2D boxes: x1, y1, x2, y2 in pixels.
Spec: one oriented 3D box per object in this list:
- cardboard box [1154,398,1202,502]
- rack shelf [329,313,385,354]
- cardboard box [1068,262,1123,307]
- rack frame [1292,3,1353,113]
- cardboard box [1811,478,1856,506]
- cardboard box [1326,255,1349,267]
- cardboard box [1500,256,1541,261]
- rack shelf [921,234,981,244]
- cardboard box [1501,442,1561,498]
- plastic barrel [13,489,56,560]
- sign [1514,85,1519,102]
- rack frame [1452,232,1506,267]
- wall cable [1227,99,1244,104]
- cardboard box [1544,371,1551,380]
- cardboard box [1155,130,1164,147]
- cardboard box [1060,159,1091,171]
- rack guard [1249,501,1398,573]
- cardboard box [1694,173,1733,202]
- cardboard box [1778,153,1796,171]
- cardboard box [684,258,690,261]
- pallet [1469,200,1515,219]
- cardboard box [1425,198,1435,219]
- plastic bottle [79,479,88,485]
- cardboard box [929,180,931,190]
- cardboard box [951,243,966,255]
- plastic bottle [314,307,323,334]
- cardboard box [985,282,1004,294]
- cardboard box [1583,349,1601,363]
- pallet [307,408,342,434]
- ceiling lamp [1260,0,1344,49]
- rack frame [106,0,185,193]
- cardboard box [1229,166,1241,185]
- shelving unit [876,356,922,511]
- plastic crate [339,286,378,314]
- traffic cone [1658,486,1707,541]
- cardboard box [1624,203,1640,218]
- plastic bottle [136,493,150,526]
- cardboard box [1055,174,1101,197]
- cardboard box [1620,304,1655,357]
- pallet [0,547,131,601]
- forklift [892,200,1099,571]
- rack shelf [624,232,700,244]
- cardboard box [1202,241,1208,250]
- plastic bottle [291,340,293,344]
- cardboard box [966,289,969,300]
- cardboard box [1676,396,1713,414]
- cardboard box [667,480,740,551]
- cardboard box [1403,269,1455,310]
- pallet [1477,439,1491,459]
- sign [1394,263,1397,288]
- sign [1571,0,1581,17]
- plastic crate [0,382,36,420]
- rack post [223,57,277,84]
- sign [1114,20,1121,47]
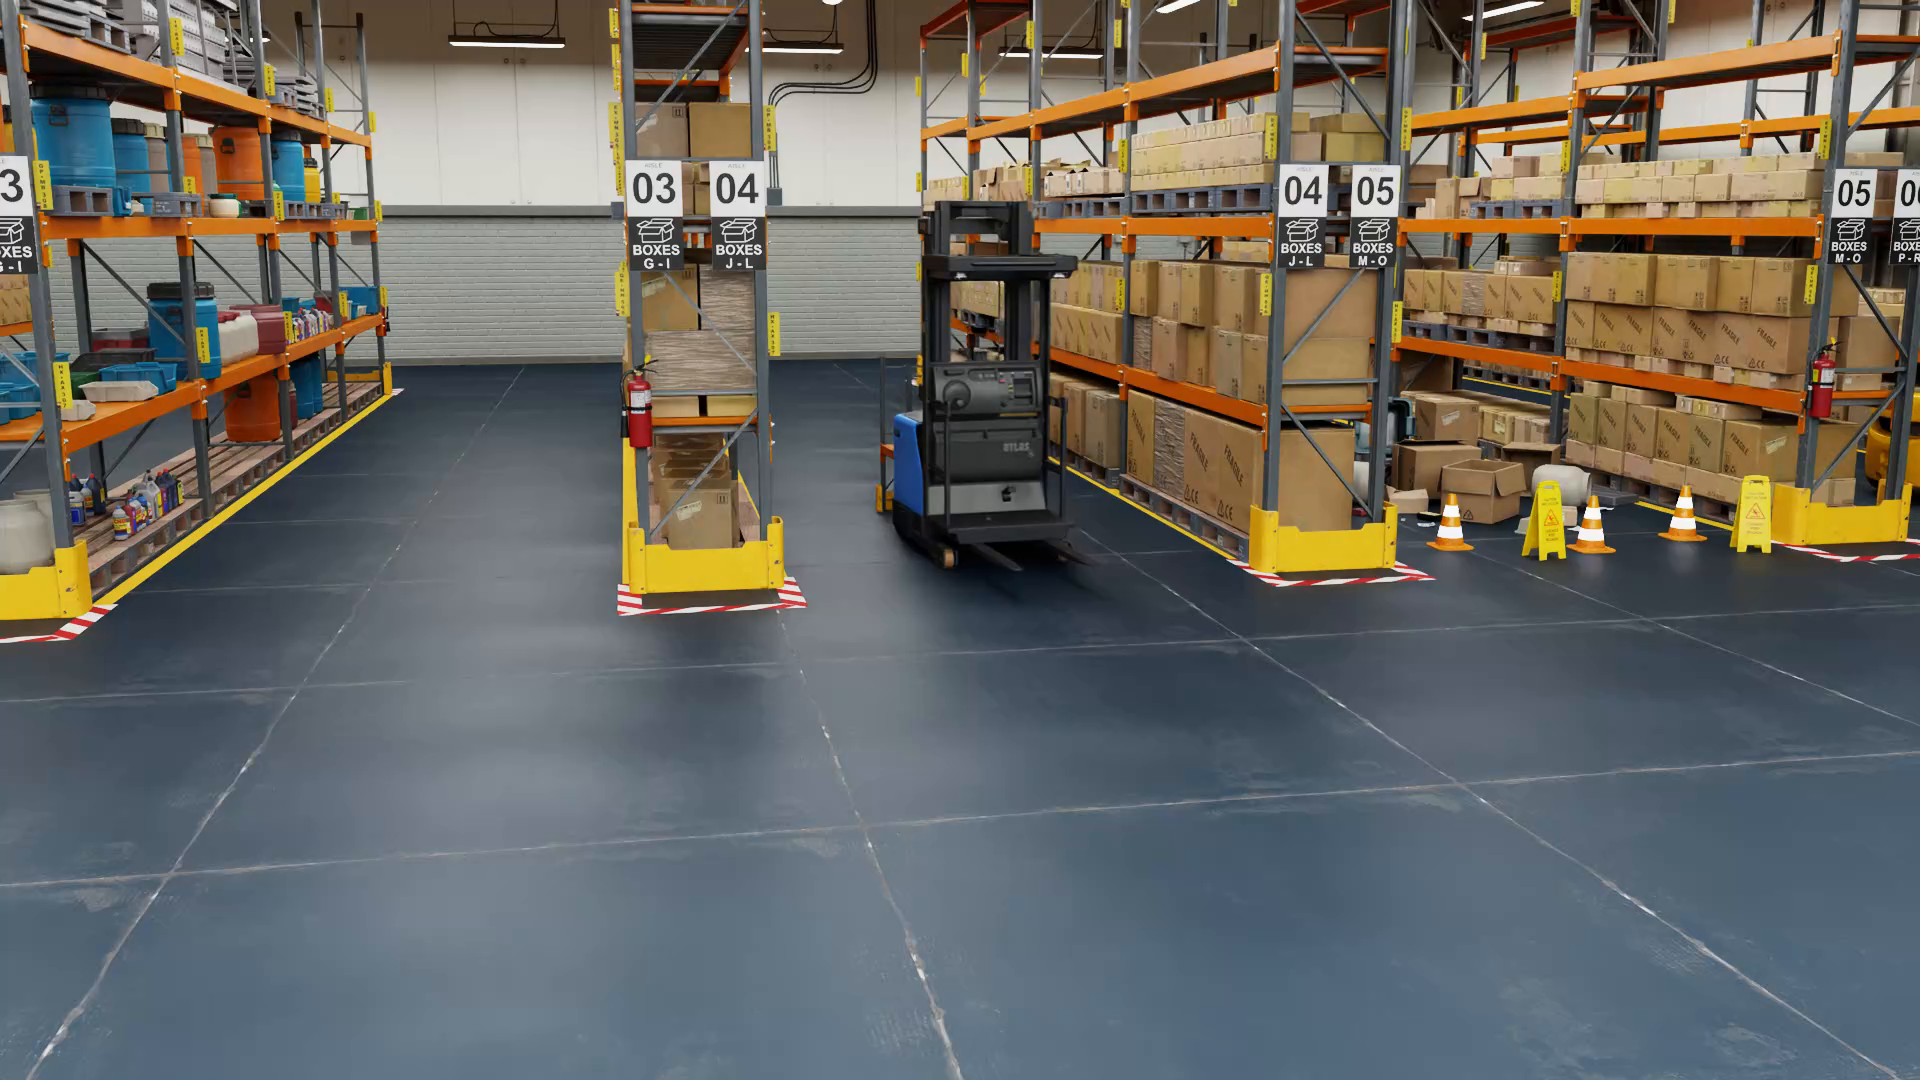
[{"bbox_3d":[2.402,-0.878,15.844,0.875,0.875,0.875,-2,11,-11],"label":"cardboard box"},{"bbox_3d":[-9.518,-3.137,25.079,1.077,0.370,4.000,-2,11,-11],"label":"rack shelf"},{"bbox_3d":[1.671,-3.003,19.508,0.700,0.500,0.500,-2,11,-12],"label":"cardboard box"},{"bbox_3d":[5.450,-6.611,25.363,1.000,3.000,0.127,-2,11,-11],"label":"rack frame"},{"bbox_3d":[7.898,-0.477,15.409,0.500,0.250,0.500,-2,11,-11],"label":"cardboard box"},{"bbox_3d":[5.581,-3.834,23.877,0.500,0.500,0.500,-2,11,-12],"label":"cardboard box"},{"bbox_3d":[9.656,-4.652,28.713,0.500,0.500,0.500,-2,11,-10],"label":"cardboard box"},{"bbox_3d":[0.225,-4.952,26.595,1.077,0.370,4.000,-2,11,-11],"label":"rack shelf"},{"bbox_3d":[5.879,-0.724,17.157,0.500,0.500,0.500,6,12,28],"label":"cardboard box"},{"bbox_3d":[-7.096,-0.117,12.817,0.421,0.512,0.421,0,11,0],"label":"plastic barrel"},{"bbox_3d":[10.088,-8.079,30.154,0.100,0.325,0.005,-2,11,-11],"label":"sign"},{"bbox_3d":[9.540,-4.579,30.731,1.000,3.000,0.127,-2,11,-11],"label":"rack frame"},{"bbox_3d":[6.767,-8.517,35.279,2.988,3.039,0.133,-2,11,-11],"label":"wall cable"},{"bbox_3d":[9.921,-2.742,27.584,0.380,0.149,0.250,-2,11,-13],"label":"cardboard box"},{"bbox_3d":[2.056,-3.777,15.642,0.380,0.149,0.250,-2,11,-12],"label":"cardboard box"},{"bbox_3d":[1.483,-4.809,21.605,0.396,0.266,0.258,-2,11,-11],"label":"cardboard box"},{"bbox_3d":[2.952,-0.032,13.529,1.175,0.500,0.348,-2,11,-11],"label":"rack guard"},{"bbox_3d":[7.217,-3.280,15.492,0.500,0.250,0.500,-2,11,-9],"label":"cardboard box"},{"bbox_3d":[7.416,-3.305,14.555,0.380,0.149,0.250,-2,11,-10],"label":"cardboard box"},{"bbox_3d":[-2.573,-2.156,14.266,0.500,0.500,0.500,-2,11,-11],"label":"cardboard box"},{"bbox_3d":[6.785,-3.885,19.567,1.213,0.211,1.003,-2,11,-11],"label":"pallet"},{"bbox_3d":[6.172,-4.227,21.220,0.396,0.266,0.258,-2,11,-11],"label":"cardboard box"},{"bbox_3d":[-7.852,-0.402,14.892,0.152,0.276,0.135,-2,11,-9],"label":"plastic bottle"},{"bbox_3d":[-0.311,-5.873,27.505,0.380,0.149,0.250,-2,11,-11],"label":"cardboard box"},{"bbox_3d":[0.151,-4.323,25.649,0.500,0.500,0.500,-2,11,-13],"label":"cardboard box"},{"bbox_3d":[-8.630,-2.943,22.266,0.144,0.351,0.185,-2,11,-11],"label":"plastic bottle"},{"bbox_3d":[0.548,-3.465,22.837,0.380,0.149,0.250,-2,11,-9],"label":"cardboard box"},{"bbox_3d":[6.852,-1.959,17.641,0.380,0.149,0.250,-2,11,-9],"label":"cardboard box"},{"bbox_3d":[-9.020,-1.611,22.594,1.003,0.211,1.213,-2,11,-11],"label":"pallet"},{"bbox_3d":[6.735,-10.800,31.762,2.000,3.185,0.800,-2,11,-11],"label":"ceiling lamp"},{"bbox_3d":[-7.574,-4.603,14.815,1.000,3.000,0.127,-2,11,-11],"label":"rack frame"},{"bbox_3d":[2.452,-3.012,13.758,0.380,0.149,0.250,-2,11,-10],"label":"cardboard box"},{"bbox_3d":[-0.388,-0.948,15.664,0.587,1.500,1.083,-3,11,-16],"label":"shelving unit"},{"bbox_3d":[-9.659,-3.849,26.643,0.616,0.435,0.499,-2,11,-11],"label":"plastic crate"},{"bbox_3d":[6.435,-0.249,14.766,0.336,0.463,0.334,-2,11,-11],"label":"traffic cone"},{"bbox_3d":[6.988,-3.342,16.882,0.380,0.149,0.250,-2,11,-9],"label":"cardboard box"},{"bbox_3d":[-6.968,-0.261,14.164,0.097,0.271,0.097,0,11,0],"label":"plastic bottle"},{"bbox_3d":[1.414,-4.154,19.489,0.500,0.250,0.500,-2,11,-9],"label":"cardboard box"},{"bbox_3d":[7.023,-2.117,16.736,0.500,0.500,0.500,-2,11,-11],"label":"cardboard box"},{"bbox_3d":[-7.009,0.286,12.630,1.003,0.211,1.213,-2,11,-11],"label":"pallet"},{"bbox_3d":[0.294,-1.286,13.615,1.130,2.935,3.031,-3,11,-16],"label":"forklift"},{"bbox_3d":[-3.882,-4.057,21.891,1.077,0.370,4.000,-2,11,-11],"label":"rack shelf"},{"bbox_3d":[4.469,-5.181,29.220,0.380,0.149,0.250,-2,11,-10],"label":"cardboard box"},{"bbox_3d":[-8.190,-2.535,20.303,0.061,0.283,0.133,-2,11,-11],"label":"plastic bottle"},{"bbox_3d":[0.292,-3.558,24.121,0.380,0.149,0.250,-2,11,-12],"label":"cardboard box"},{"bbox_3d":[7.139,-1.303,16.008,0.380,0.149,0.250,-2,11,-9],"label":"cardboard box"},{"bbox_3d":[-2.042,-0.196,13.267,0.500,0.500,0.500,0,11,0],"label":"cardboard box"},{"bbox_3d":[6.088,-3.241,21.516,0.500,0.500,0.500,-2,11,-13],"label":"cardboard box"},{"bbox_3d":[6.612,-1.194,20.404,1.003,0.211,1.213,-2,11,-11],"label":"pallet"},{"bbox_3d":[5.684,-3.478,21.852,0.100,0.325,0.005,-2,11,-11],"label":"sign"},{"bbox_3d":[6.462,-5.659,17.441,0.100,0.325,0.005,-2,11,-11],"label":"sign"},{"bbox_3d":[-7.307,-1.050,12.587,0.499,0.251,0.408,-2,11,-11],"label":"plastic crate"},{"bbox_3d":[-8.533,-5.431,19.367,0.954,0.300,0.937,-2,11,-11],"label":"rack post"},{"bbox_3d":[1.935,-6.236,20.473,0.100,0.325,0.005,-2,11,-11],"label":"sign"}]
